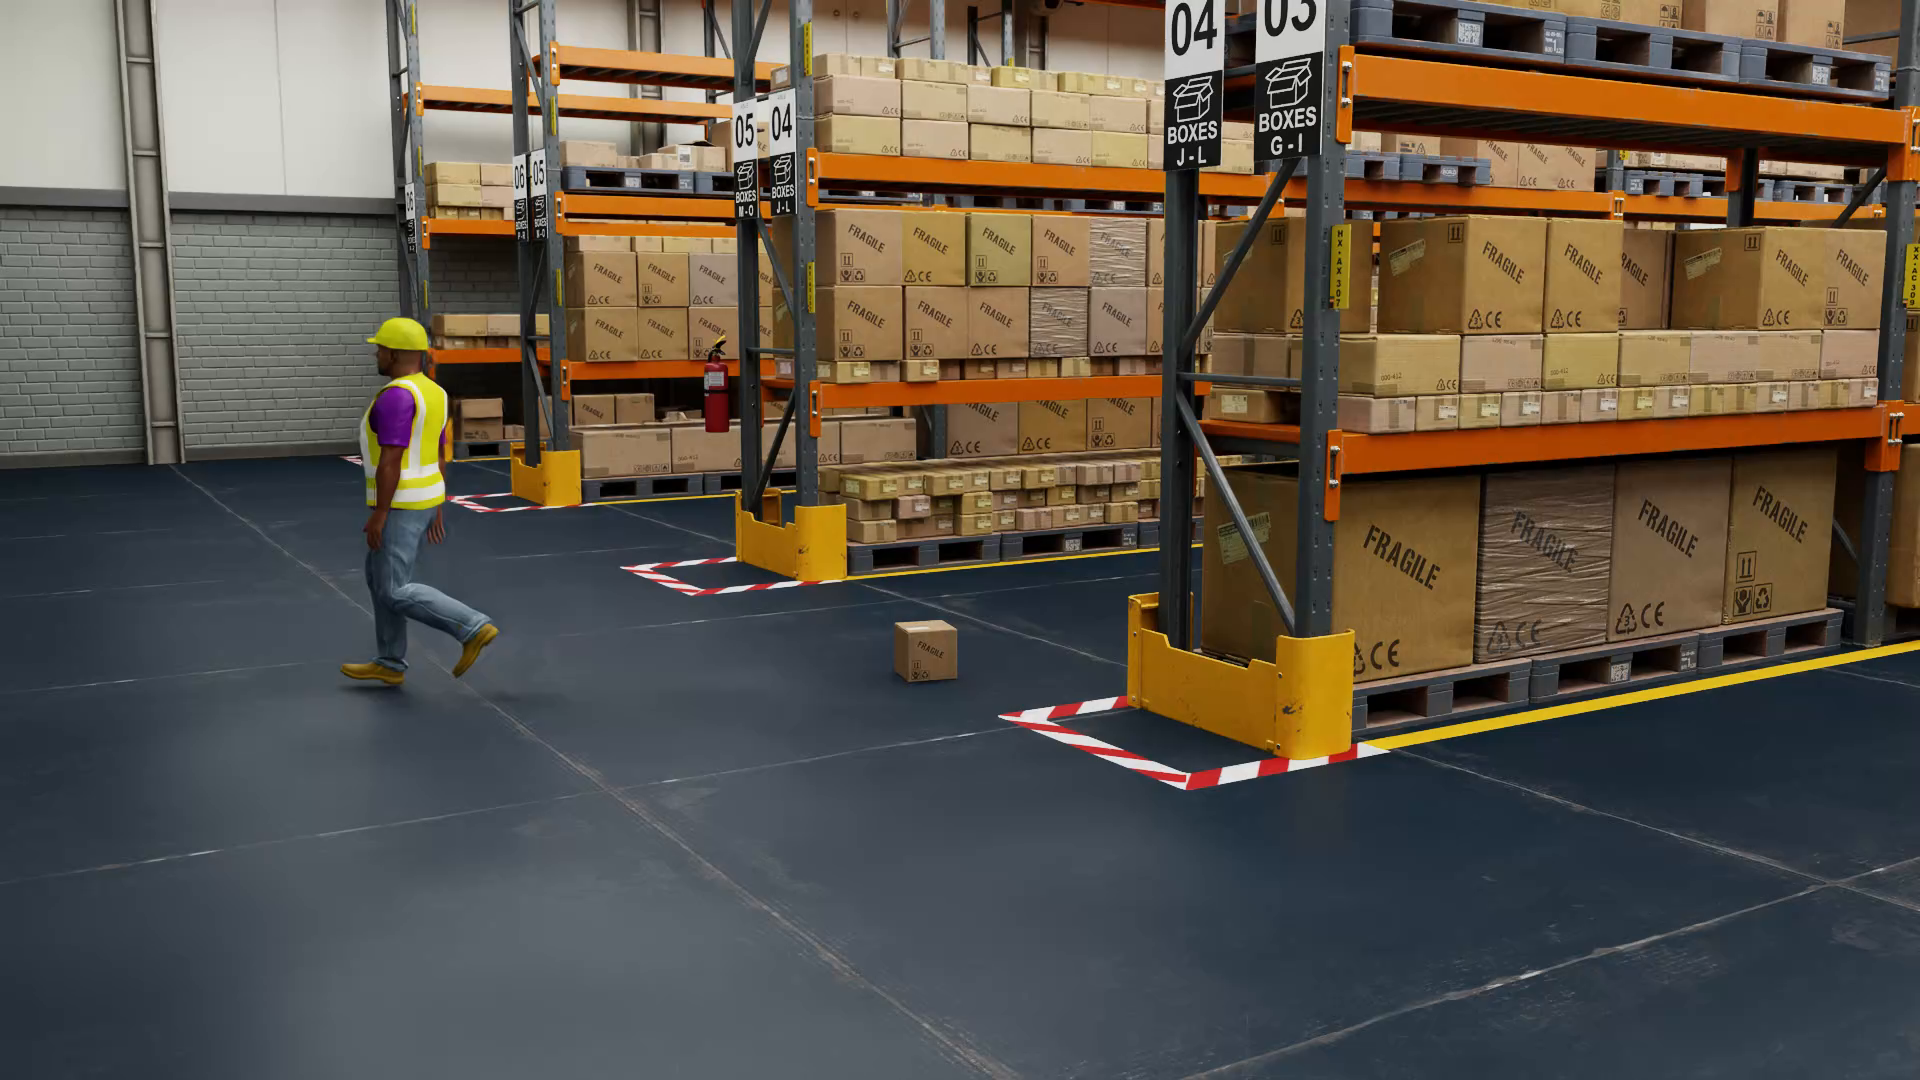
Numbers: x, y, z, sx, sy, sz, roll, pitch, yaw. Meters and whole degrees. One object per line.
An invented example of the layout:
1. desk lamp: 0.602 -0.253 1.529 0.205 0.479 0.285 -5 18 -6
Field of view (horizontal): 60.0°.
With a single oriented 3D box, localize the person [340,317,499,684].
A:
1. person: -2.578 -0.165 7.832 0.820 1.750 0.582 0 8 0
